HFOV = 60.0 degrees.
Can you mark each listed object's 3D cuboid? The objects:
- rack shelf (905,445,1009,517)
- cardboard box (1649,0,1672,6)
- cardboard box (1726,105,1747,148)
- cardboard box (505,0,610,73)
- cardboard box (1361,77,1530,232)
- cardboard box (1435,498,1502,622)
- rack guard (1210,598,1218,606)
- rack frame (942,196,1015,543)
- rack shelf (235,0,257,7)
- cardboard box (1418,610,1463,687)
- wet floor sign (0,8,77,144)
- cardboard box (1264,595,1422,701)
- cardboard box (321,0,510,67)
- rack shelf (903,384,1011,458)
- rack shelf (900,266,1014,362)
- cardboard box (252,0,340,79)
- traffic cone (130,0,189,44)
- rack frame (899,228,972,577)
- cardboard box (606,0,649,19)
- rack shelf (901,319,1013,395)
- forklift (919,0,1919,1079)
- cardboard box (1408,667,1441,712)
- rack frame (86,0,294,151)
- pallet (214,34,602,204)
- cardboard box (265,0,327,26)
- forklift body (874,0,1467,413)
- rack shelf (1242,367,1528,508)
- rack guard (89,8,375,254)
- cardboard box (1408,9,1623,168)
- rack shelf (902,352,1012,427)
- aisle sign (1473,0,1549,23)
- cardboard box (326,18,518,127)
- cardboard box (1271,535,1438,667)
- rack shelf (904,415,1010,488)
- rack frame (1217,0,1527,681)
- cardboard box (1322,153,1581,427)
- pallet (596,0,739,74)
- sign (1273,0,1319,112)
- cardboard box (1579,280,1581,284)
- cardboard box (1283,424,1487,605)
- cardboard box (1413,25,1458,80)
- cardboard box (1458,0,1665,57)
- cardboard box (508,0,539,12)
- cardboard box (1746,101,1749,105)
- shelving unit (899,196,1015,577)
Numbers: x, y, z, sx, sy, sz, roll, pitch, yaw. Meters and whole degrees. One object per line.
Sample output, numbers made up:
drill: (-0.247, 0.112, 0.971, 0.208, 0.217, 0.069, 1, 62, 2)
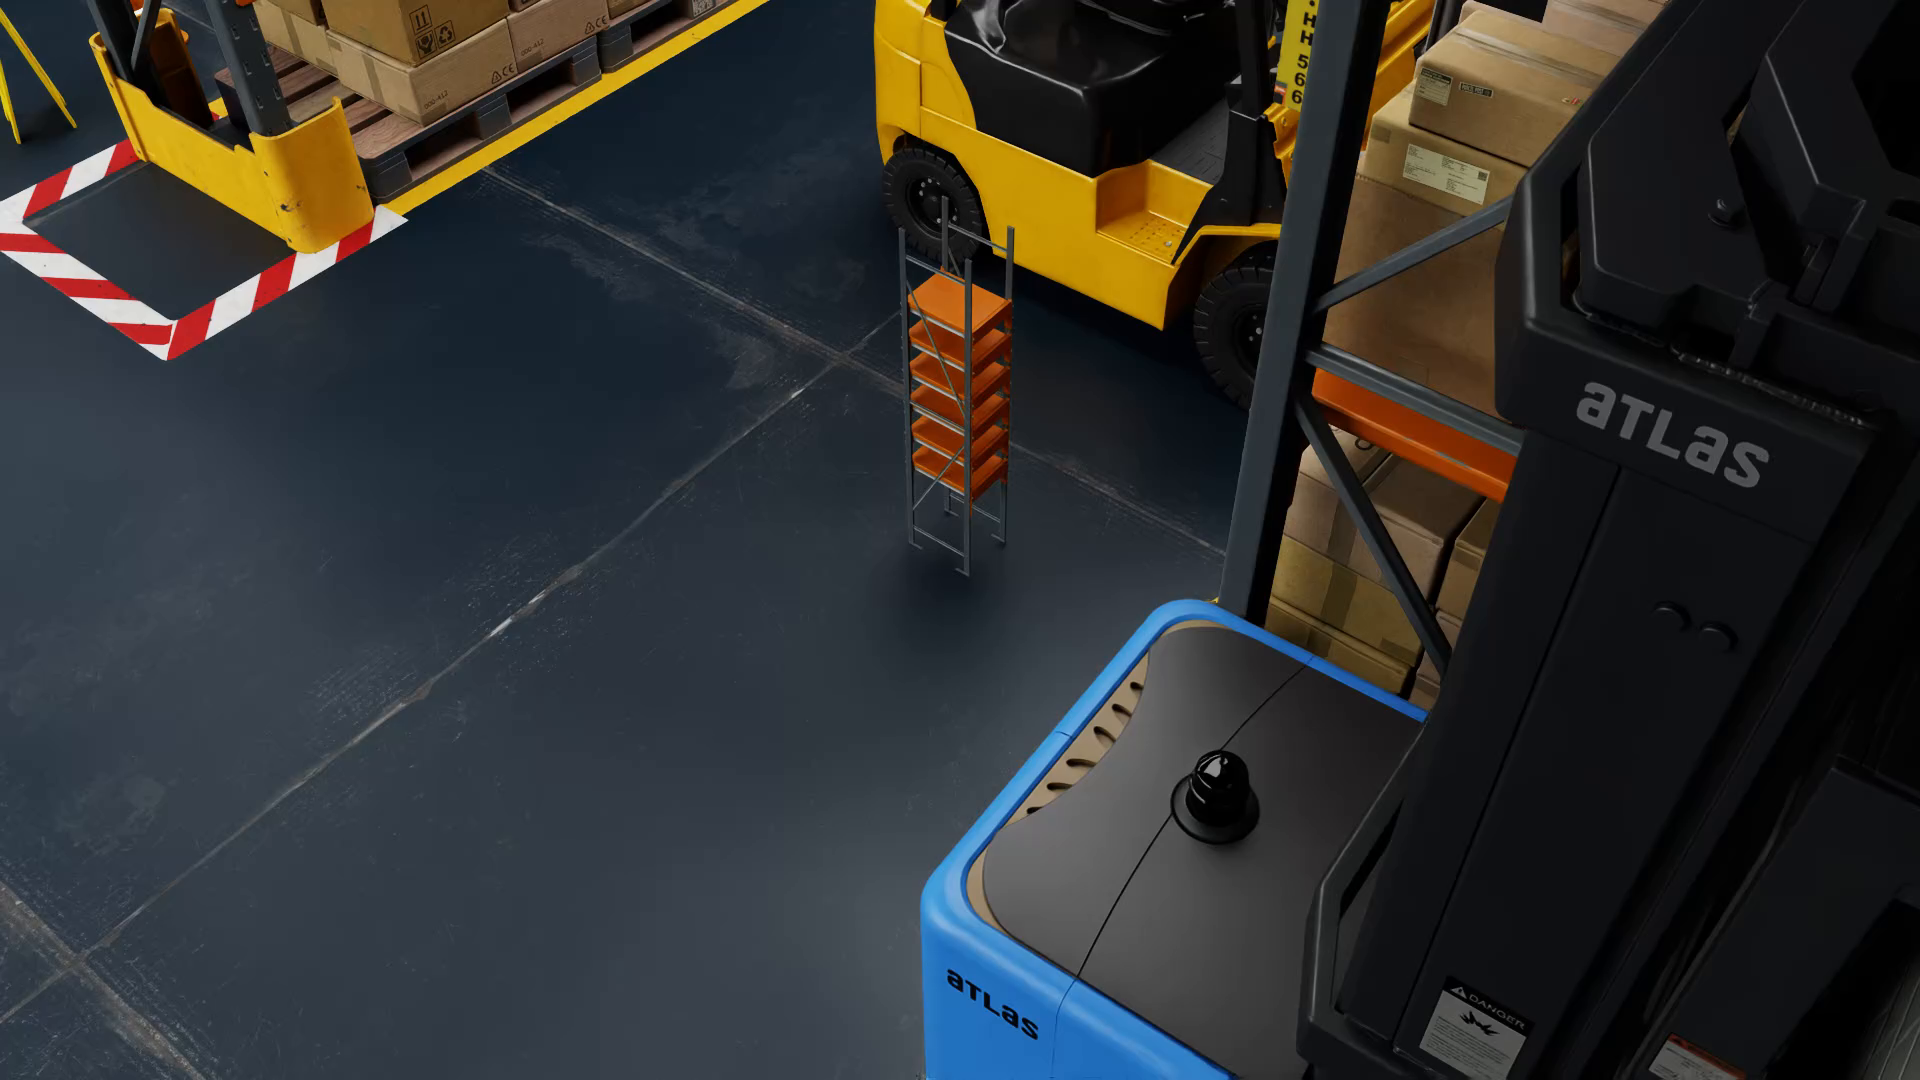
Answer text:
rack shelf: (-0.009, -0.210, 5.014, 0.258, 0.103, 0.180, 29, 53, 25)
cardboard box: (1.391, -1.195, 3.594, 0.380, 0.149, 0.250, 30, 53, 26)
cardboard box: (1.448, -0.679, 3.100, 0.380, 0.149, 0.250, 28, 53, 24)
cardboard box: (-1.826, -2.235, 6.922, 0.500, 0.250, 0.500, 31, 54, 26)
cardboard box: (1.064, -0.800, 3.422, 0.380, 0.149, 0.250, 30, 53, 25)
cardboard box: (1.518, 0.049, 4.049, 0.500, 0.250, 0.500, 28, 53, 24)
rack guard: (1.059, 0.658, 4.276, 1.175, 0.500, 0.348, 29, 53, 25)
rack frame: (0.047, -0.459, 4.858, 0.240, 1.200, 0.006, 29, 53, 25)
rack shelf: (-1.633, -3.308, 6.833, 1.077, 0.370, 4.000, 29, 53, 25)
cardboard box: (1.526, 0.235, 4.216, 0.500, 0.250, 0.500, 30, 53, 26)
wet floor sign: (-3.819, -1.963, 6.679, 0.232, 0.644, 0.267, -25, 51, -22)
cardboard box: (1.111, 0.177, 4.618, 0.500, 0.250, 0.500, 30, 53, 25)
cardboard box: (-2.130, -2.219, 6.388, 0.500, 0.500, 0.500, 28, 52, 24)
rack shelf: (-0.009, -0.375, 4.840, 0.258, 0.103, 0.180, 29, 53, 25)
rack shelf: (-0.009, -0.624, 4.580, 0.258, 0.103, 0.180, 29, 53, 25)
cardboard box: (-2.560, -2.202, 6.890, 0.500, 0.250, 0.500, 29, 53, 25)
traffic cone: (-3.614, -2.352, 7.177, 0.336, 0.463, 0.334, 29, 53, 25)
rack frame: (-0.065, -0.354, 4.758, 0.240, 1.200, 0.006, 29, 53, 25)
cardboard box: (-1.502, -2.553, 7.225, 0.500, 0.250, 0.500, 33, 54, 27)
rack shelf: (-0.009, -0.541, 4.667, 0.258, 0.103, 0.180, 29, 53, 25)
forklift: (1.404, 0.738, 2.518, 3.031, 2.935, 1.130, 27, 52, 24)
cardboard box: (1.529, 0.391, 4.414, 0.500, 0.250, 0.500, 29, 53, 25)
rack frame: (-2.856, -2.412, 5.479, 1.000, 3.000, 0.127, 29, 53, 25)
pallet: (-2.285, -1.941, 6.958, 1.003, 0.211, 1.213, 29, 53, 25)
cardboard box: (-2.573, -2.440, 6.599, 0.500, 0.500, 0.500, 30, 53, 25)
forklift body: (0.790, -1.818, 5.499, 2.313, 2.155, 1.214, 29, 53, 25)
rack shelf: (2.297, -1.115, 4.739, 1.077, 0.370, 4.000, 29, 53, 25)
rack guard: (-2.810, -1.592, 6.425, 1.175, 0.500, 0.348, 29, 53, 25)
cardboard box: (1.126, -0.879, 3.292, 0.380, 0.149, 0.250, 29, 53, 25)
rack shelf: (-0.009, -0.458, 4.754, 0.258, 0.103, 0.180, 29, 53, 25)
aisle sign: (0.801, -1.210, 2.533, 0.394, 0.787, 0.004, 29, 53, 25)
cardboard box: (-2.144, -1.946, 6.646, 0.500, 0.250, 0.500, 29, 53, 25)
cardboard box: (1.124, -0.004, 4.445, 0.500, 0.250, 0.500, 29, 53, 25)
rack shelf: (-0.009, -0.293, 4.927, 0.258, 0.103, 0.180, 29, 53, 25)
rack frame: (1.074, -0.219, 3.385, 1.000, 3.000, 0.127, 29, 53, 25)
cardboard box: (1.167, -0.652, 3.729, 0.500, 0.500, 0.500, 28, 52, 24)
pallet: (-1.539, -2.636, 7.622, 1.003, 0.211, 1.213, 29, 53, 25)
sign: (0.653, -0.949, 3.118, 0.100, 0.325, 0.005, 29, 53, 25)
cardboard box: (1.597, -0.415, 3.503, 0.500, 0.500, 0.500, 31, 54, 26)
cardboard box: (1.109, -0.161, 4.249, 0.500, 0.250, 0.500, 31, 54, 26)
cardboard box: (1.197, -0.960, 3.575, 0.380, 0.149, 0.250, 30, 53, 26)
cardboard box: (1.252, -1.034, 3.440, 0.380, 0.149, 0.250, 29, 53, 25)
cardboard box: (-1.814, -2.520, 6.676, 0.500, 0.500, 0.500, 27, 52, 24)
cardboard box: (1.661, -0.803, 3.219, 0.380, 0.149, 0.250, 31, 54, 26)
shelving unit: (-0.009, -0.406, 4.808, 0.258, 1.200, 0.189, 29, 53, 25)
